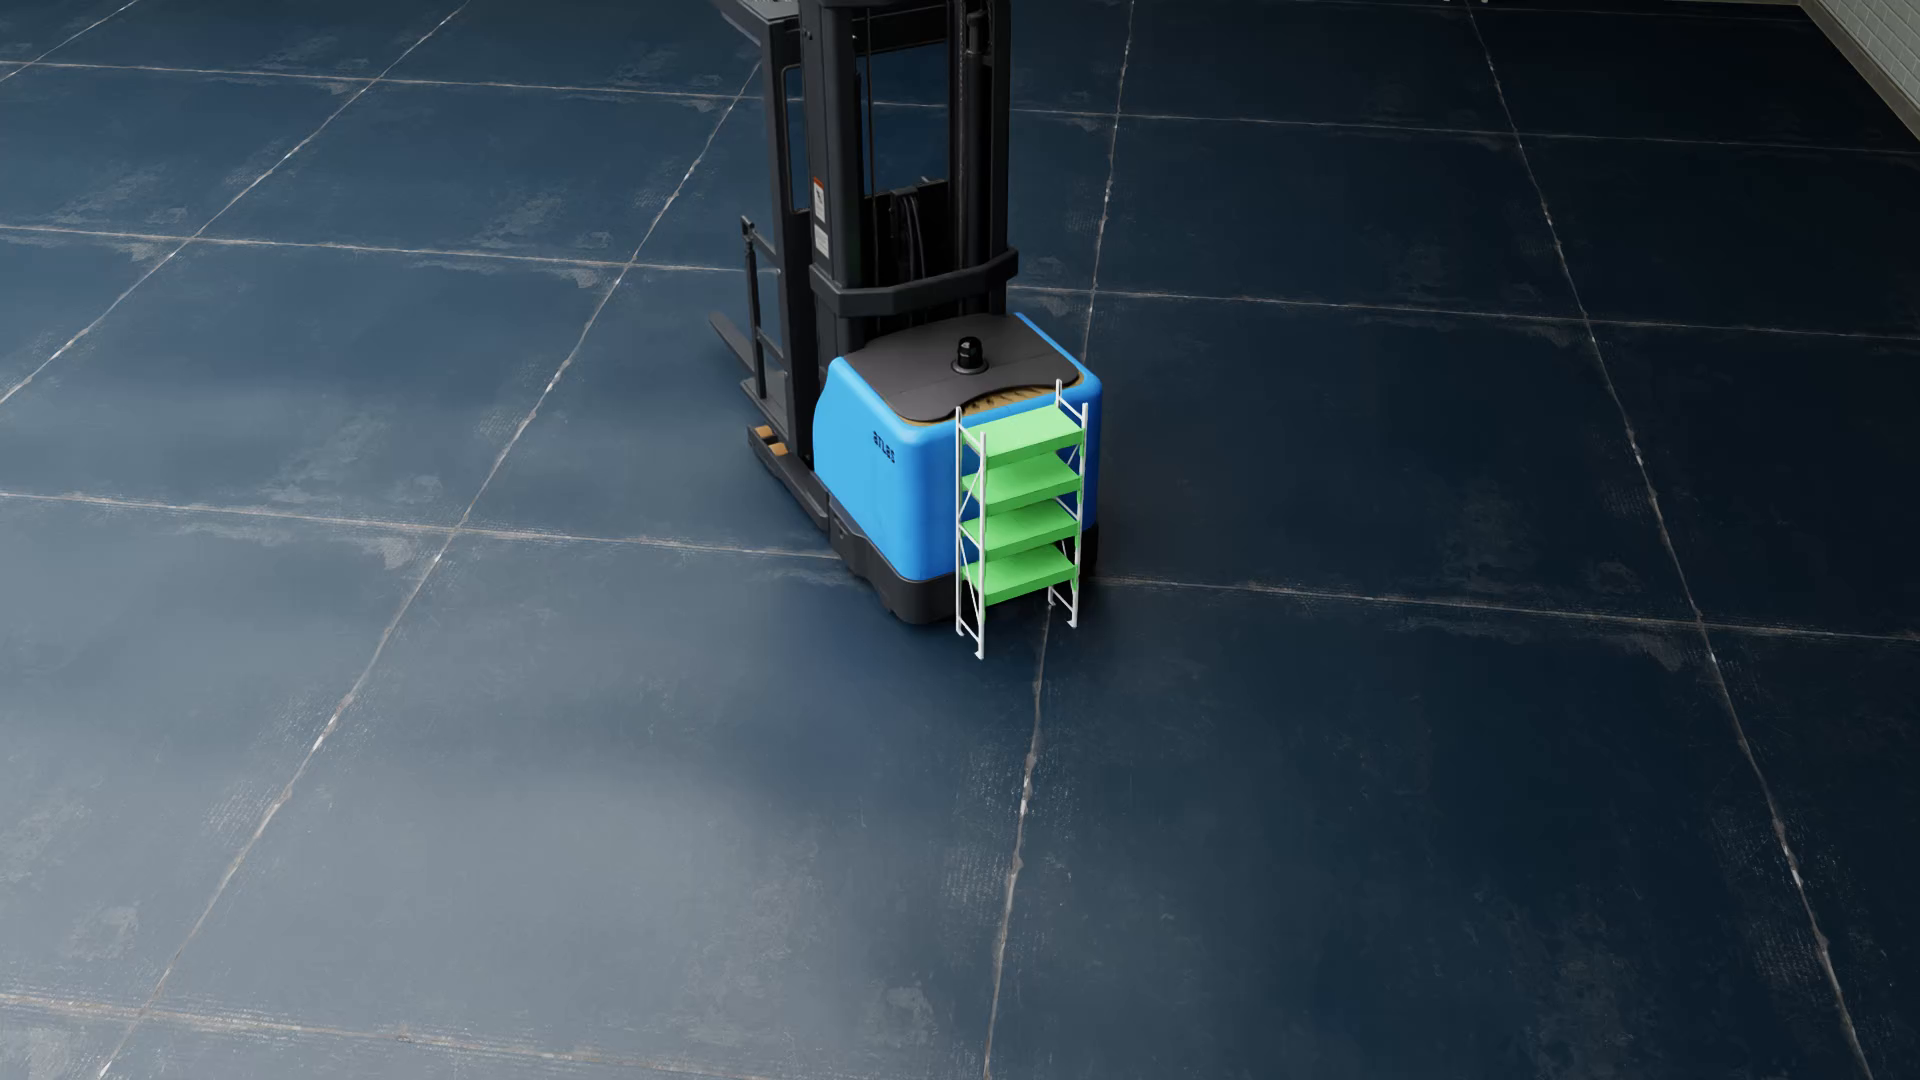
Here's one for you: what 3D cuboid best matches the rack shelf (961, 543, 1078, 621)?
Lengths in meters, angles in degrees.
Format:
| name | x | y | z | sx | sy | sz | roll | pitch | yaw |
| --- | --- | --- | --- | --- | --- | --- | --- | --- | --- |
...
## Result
| name | x | y | z | sx | sy | sz | roll | pitch | yaw |
| --- | --- | --- | --- | --- | --- | --- | --- | --- | --- |
| rack shelf | 0.260 | 0.171 | 7.500 | 0.480 | 0.148 | 0.258 | -17 | 39 | -22 |

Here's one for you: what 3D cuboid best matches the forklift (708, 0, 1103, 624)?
| name | x | y | z | sx | sy | sz | roll | pitch | yaw |
| --- | --- | --- | --- | --- | --- | --- | --- | --- | --- |
| forklift | -0.475 | -1.647 | 8.035 | 1.130 | 2.935 | 3.031 | -17 | 39 | -22 |

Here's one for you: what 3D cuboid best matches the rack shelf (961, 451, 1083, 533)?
| name | x | y | z | sx | sy | sz | roll | pitch | yaw |
| --- | --- | --- | --- | --- | --- | --- | --- | --- | --- |
| rack shelf | 0.261 | -0.219 | 7.220 | 0.480 | 0.148 | 0.258 | -17 | 39 | -22 |

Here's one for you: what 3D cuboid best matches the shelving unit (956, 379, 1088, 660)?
| name | x | y | z | sx | sy | sz | roll | pitch | yaw |
| --- | --- | --- | --- | --- | --- | --- | --- | --- | --- |
| shelving unit | 0.261 | -0.076 | 7.323 | 0.503 | 1.200 | 0.258 | -17 | 39 | -22 |

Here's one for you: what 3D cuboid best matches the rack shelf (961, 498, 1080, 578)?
| name | x | y | z | sx | sy | sz | roll | pitch | yaw |
| --- | --- | --- | --- | --- | --- | --- | --- | --- | --- |
| rack shelf | 0.261 | -0.024 | 7.360 | 0.480 | 0.148 | 0.258 | -17 | 39 | -22 |

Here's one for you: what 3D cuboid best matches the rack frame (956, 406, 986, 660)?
| name | x | y | z | sx | sy | sz | roll | pitch | yaw |
| --- | --- | --- | --- | --- | --- | --- | --- | --- | --- |
| rack frame | 0.045 | -0.010 | 7.230 | 0.015 | 1.200 | 0.240 | -17 | 39 | -22 |

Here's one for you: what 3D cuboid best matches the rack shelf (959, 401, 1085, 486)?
| name | x | y | z | sx | sy | sz | roll | pitch | yaw |
| --- | --- | --- | --- | --- | --- | --- | --- | --- | --- |
| rack shelf | 0.261 | -0.414 | 7.080 | 0.480 | 0.148 | 0.258 | -17 | 39 | -22 |

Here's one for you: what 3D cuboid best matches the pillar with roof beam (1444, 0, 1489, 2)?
| name | x | y | z | sx | sy | sz | roll | pitch | yaw |
| --- | --- | --- | --- | --- | --- | --- | --- | --- | --- |
| pillar with roof beam | 4.068 | -6.162 | 9.137 | 0.400 | 9.000 | 9.100 | 4 | 36 | 6 |

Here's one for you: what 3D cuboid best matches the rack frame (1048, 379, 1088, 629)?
| name | x | y | z | sx | sy | sz | roll | pitch | yaw |
| --- | --- | --- | --- | --- | --- | --- | --- | --- | --- |
| rack frame | 0.477 | -0.142 | 7.415 | 0.015 | 1.200 | 0.240 | -17 | 39 | -22 |
